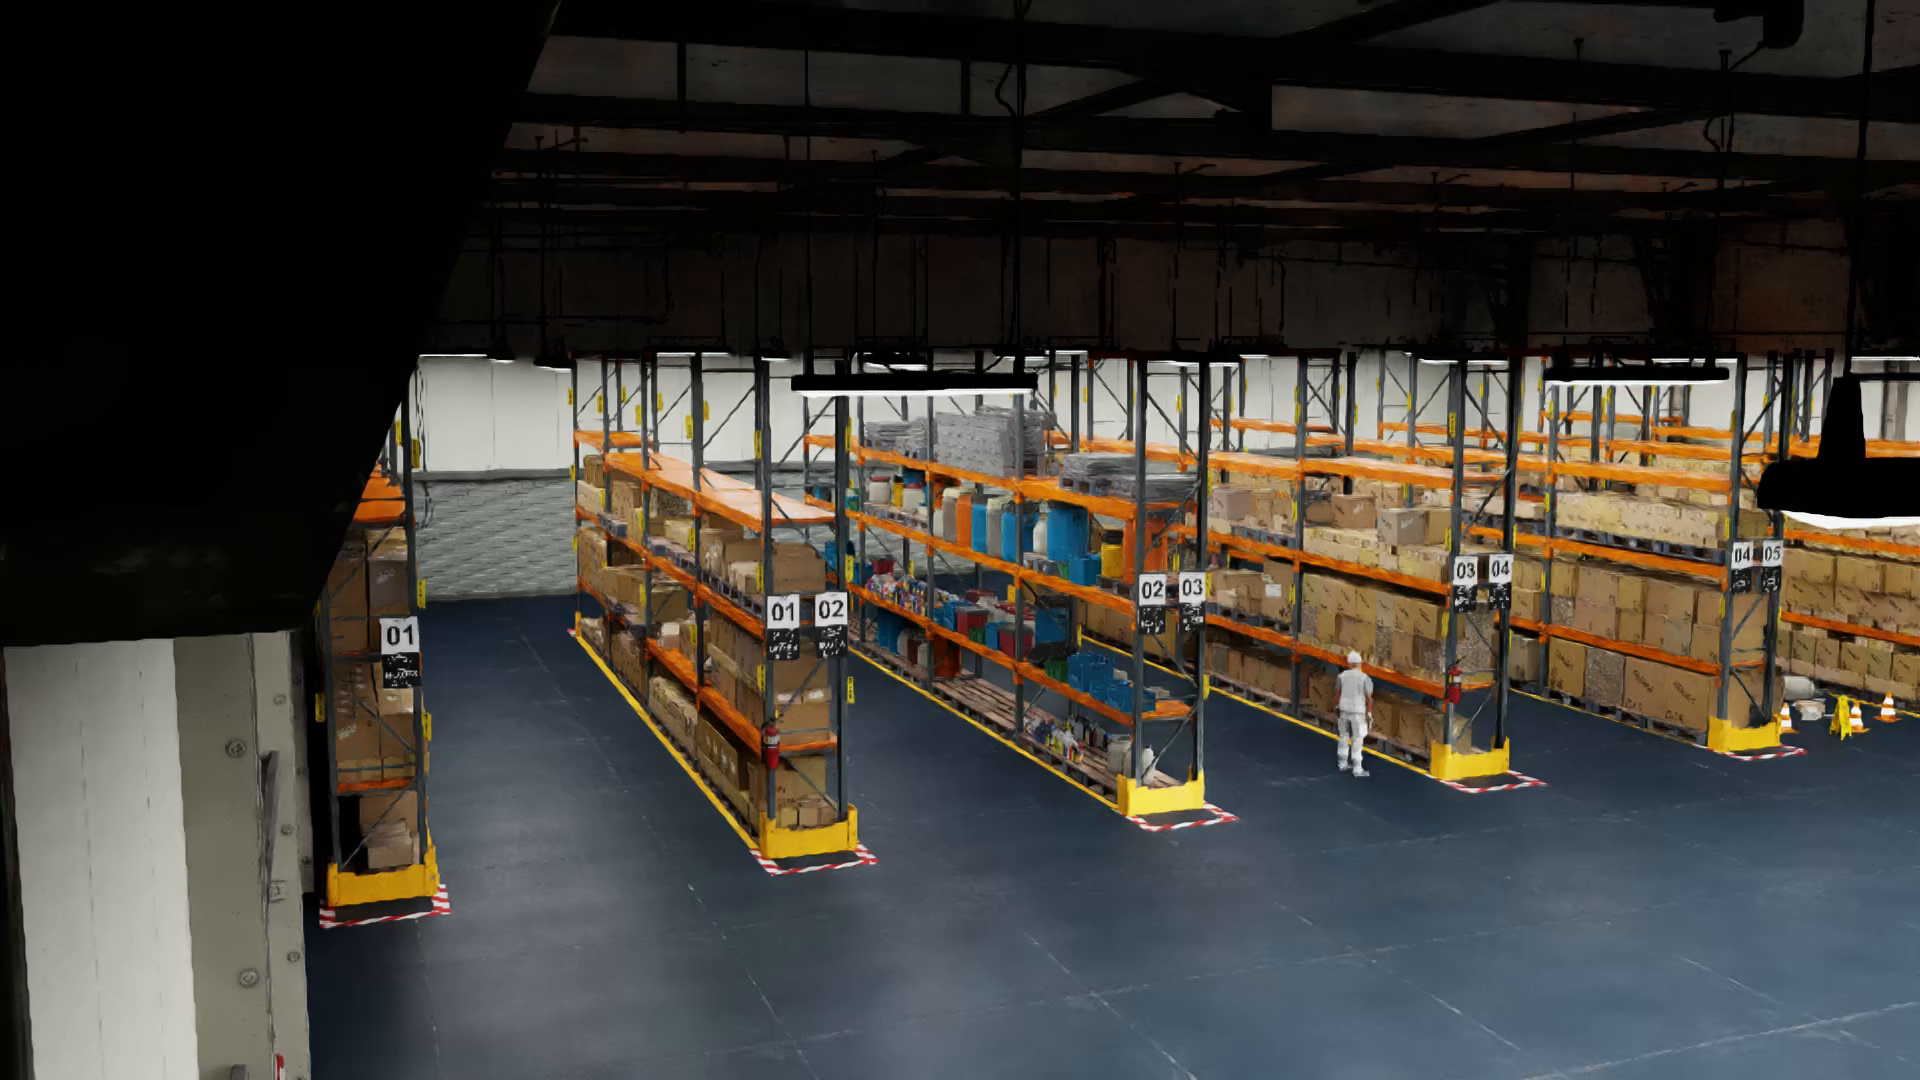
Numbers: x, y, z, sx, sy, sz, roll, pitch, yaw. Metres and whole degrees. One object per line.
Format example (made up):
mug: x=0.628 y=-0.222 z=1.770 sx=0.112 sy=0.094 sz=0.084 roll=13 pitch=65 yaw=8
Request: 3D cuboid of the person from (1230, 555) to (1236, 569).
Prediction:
person: x=6.869 y=0.375 z=41.582 sx=0.488 sy=1.593 sz=0.555 roll=-5 pitch=9 yaw=-36

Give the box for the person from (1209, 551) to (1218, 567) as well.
person: x=7.039 y=-0.110 z=45.234 sx=0.500 sy=1.660 sz=0.612 roll=5 pitch=9 yaw=34

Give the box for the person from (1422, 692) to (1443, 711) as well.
person: x=7.676 y=2.111 z=26.772 sx=0.404 sy=1.769 sz=0.664 roll=-7 pitch=10 yaw=-43

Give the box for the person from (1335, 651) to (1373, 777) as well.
person: x=5.656 y=2.468 z=23.849 sx=0.605 sy=1.789 sz=0.451 roll=6 pitch=9 yaw=39
